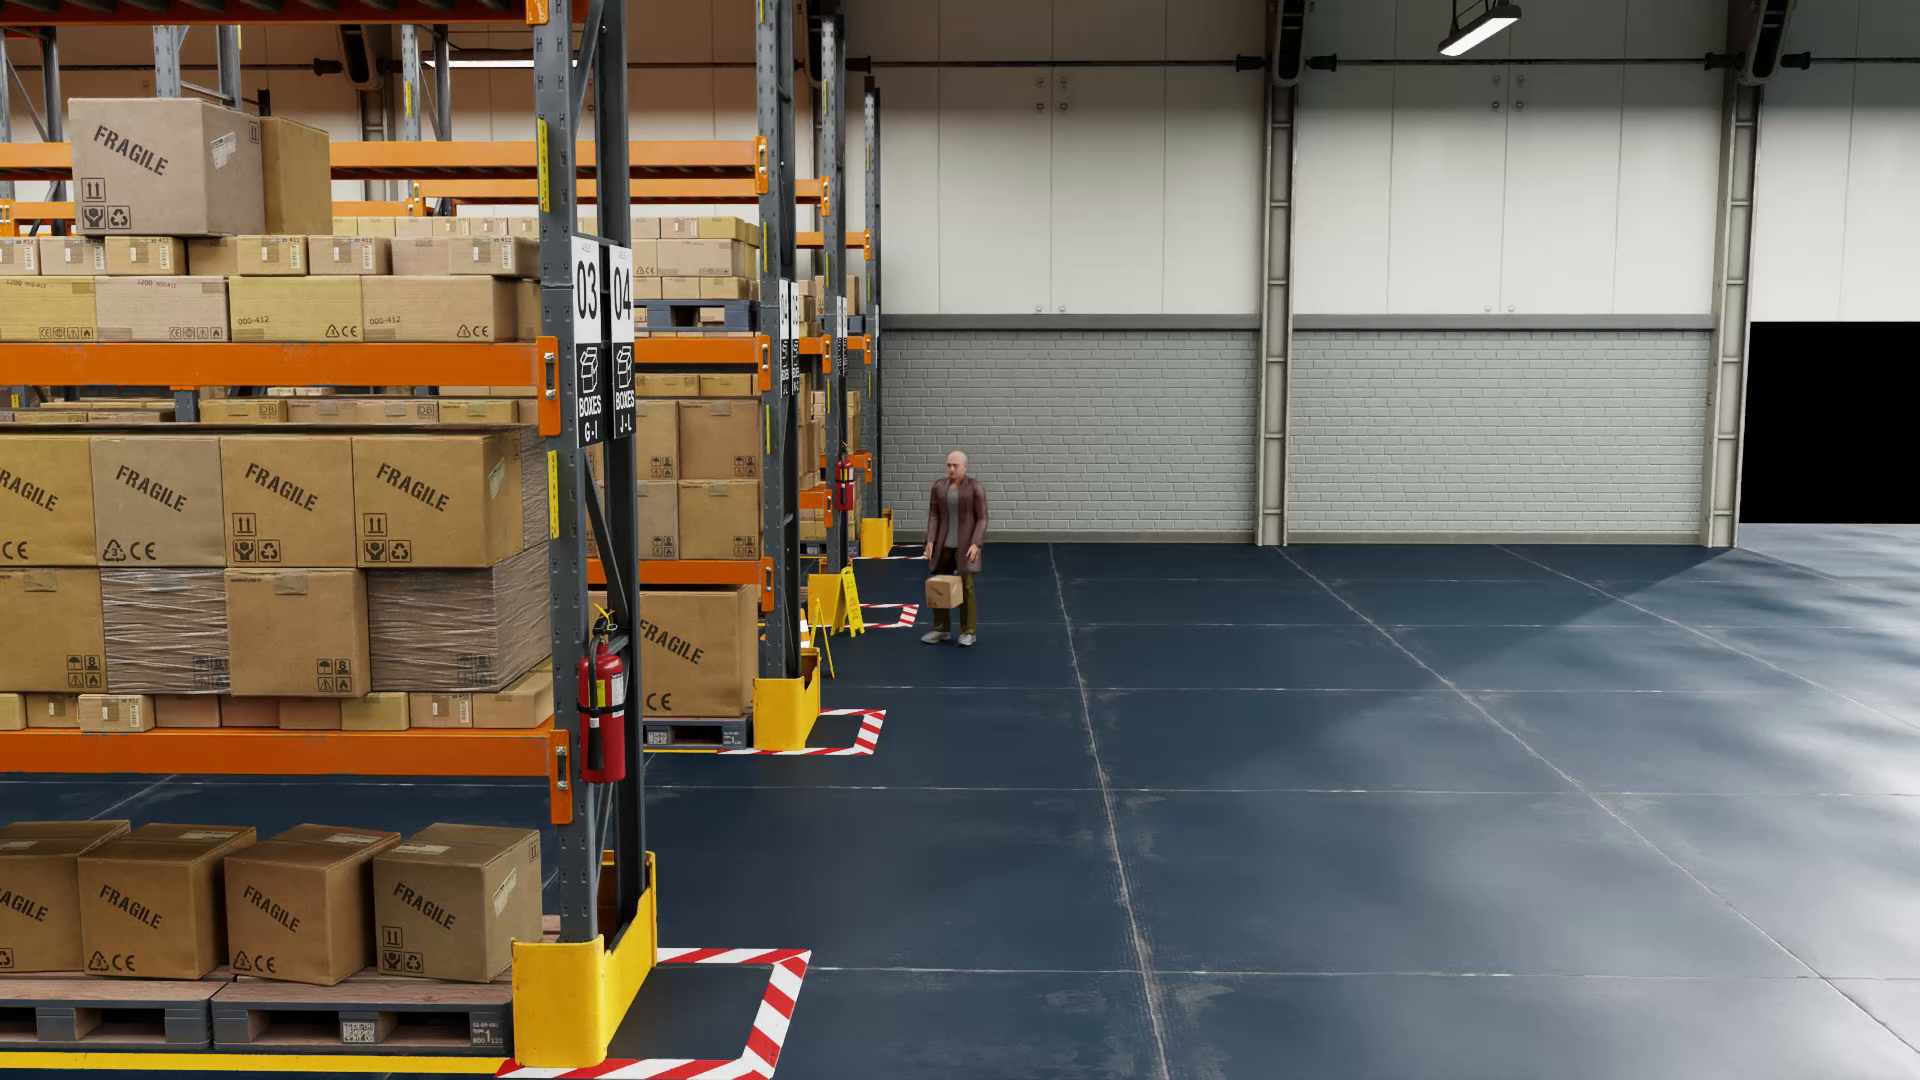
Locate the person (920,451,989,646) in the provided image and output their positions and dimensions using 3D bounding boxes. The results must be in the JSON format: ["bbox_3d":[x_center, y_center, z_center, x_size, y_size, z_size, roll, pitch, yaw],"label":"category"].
[{"bbox_3d":[-0.041,0.069,15.266,0.643,1.773,0.428,4,8,27],"label":"person"}]
